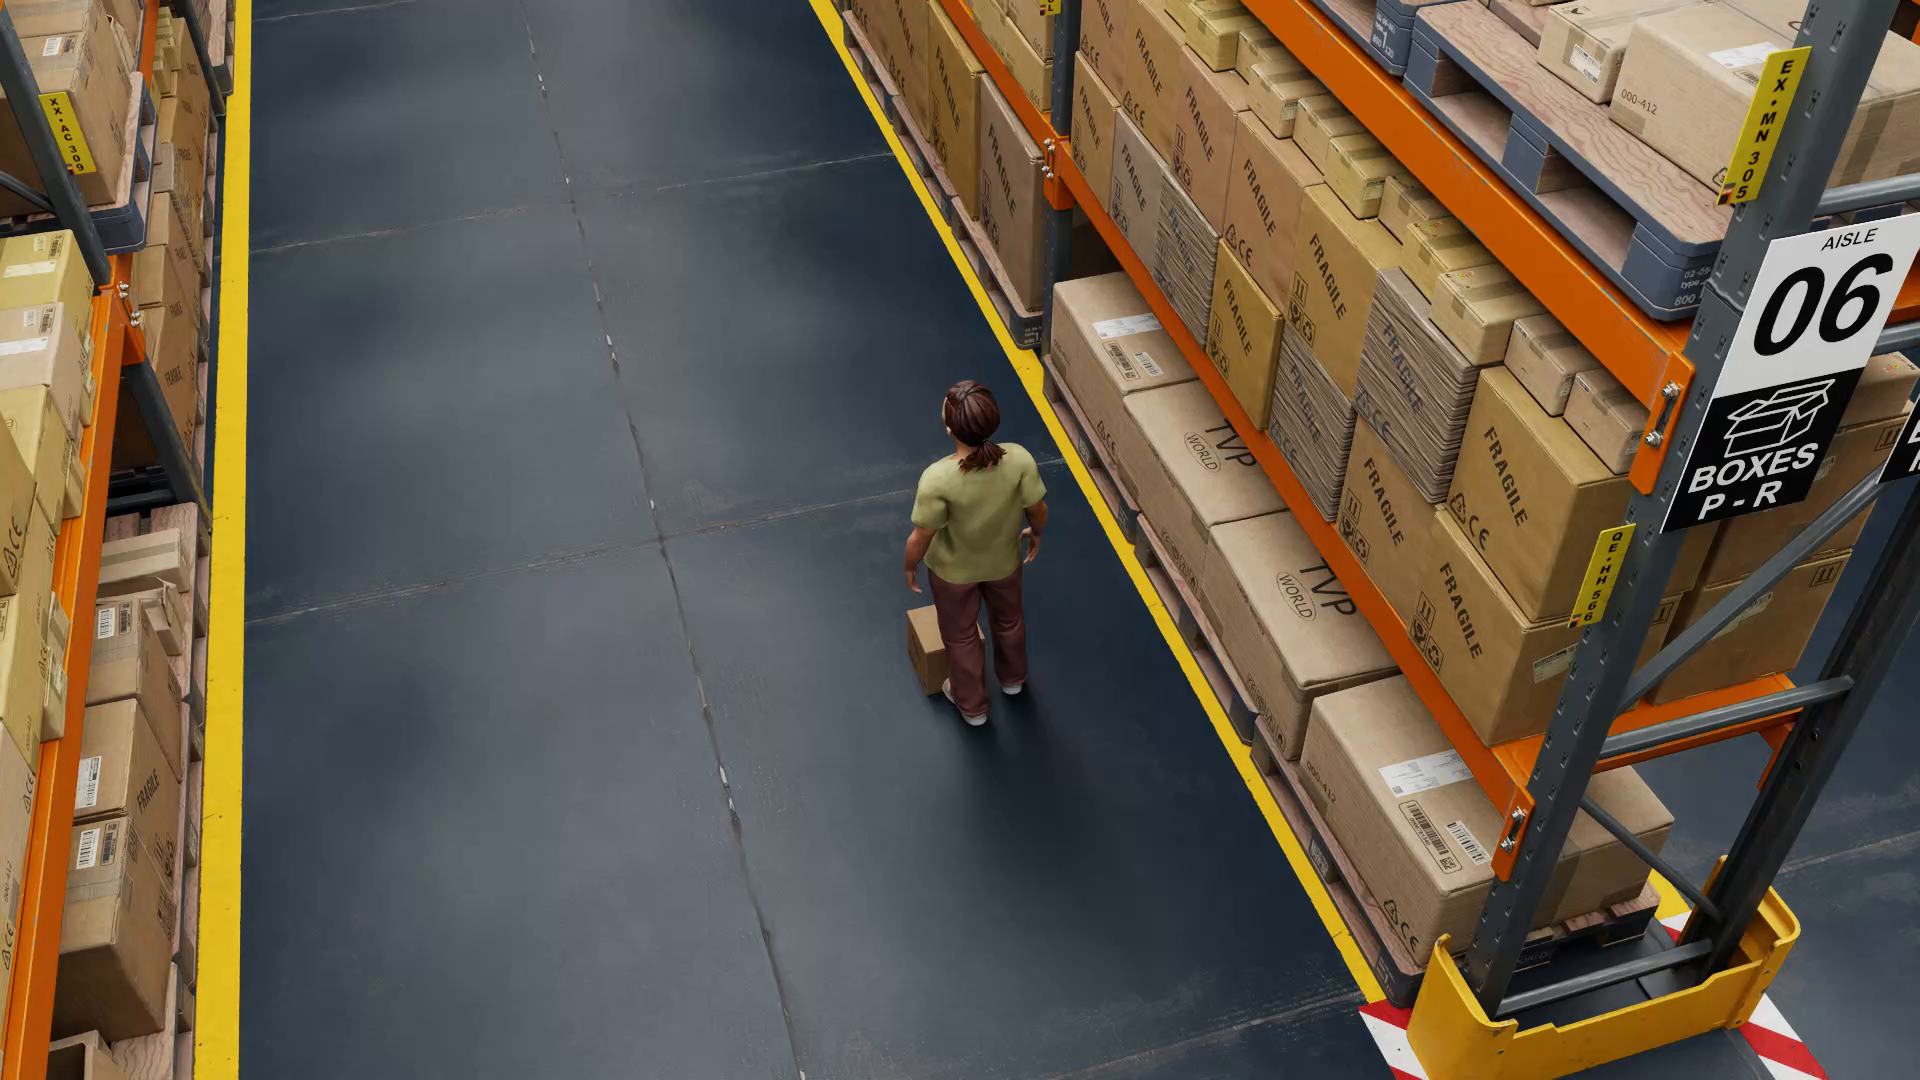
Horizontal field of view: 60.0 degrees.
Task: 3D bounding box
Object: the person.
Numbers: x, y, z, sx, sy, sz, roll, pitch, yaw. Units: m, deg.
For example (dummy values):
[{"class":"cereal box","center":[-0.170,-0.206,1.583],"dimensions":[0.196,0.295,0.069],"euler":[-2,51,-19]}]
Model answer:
[{"class":"person","center":[0.039,0.031,6.114],"dimensions":[0.552,1.674,0.548],"euler":[-12,44,-13]}]
